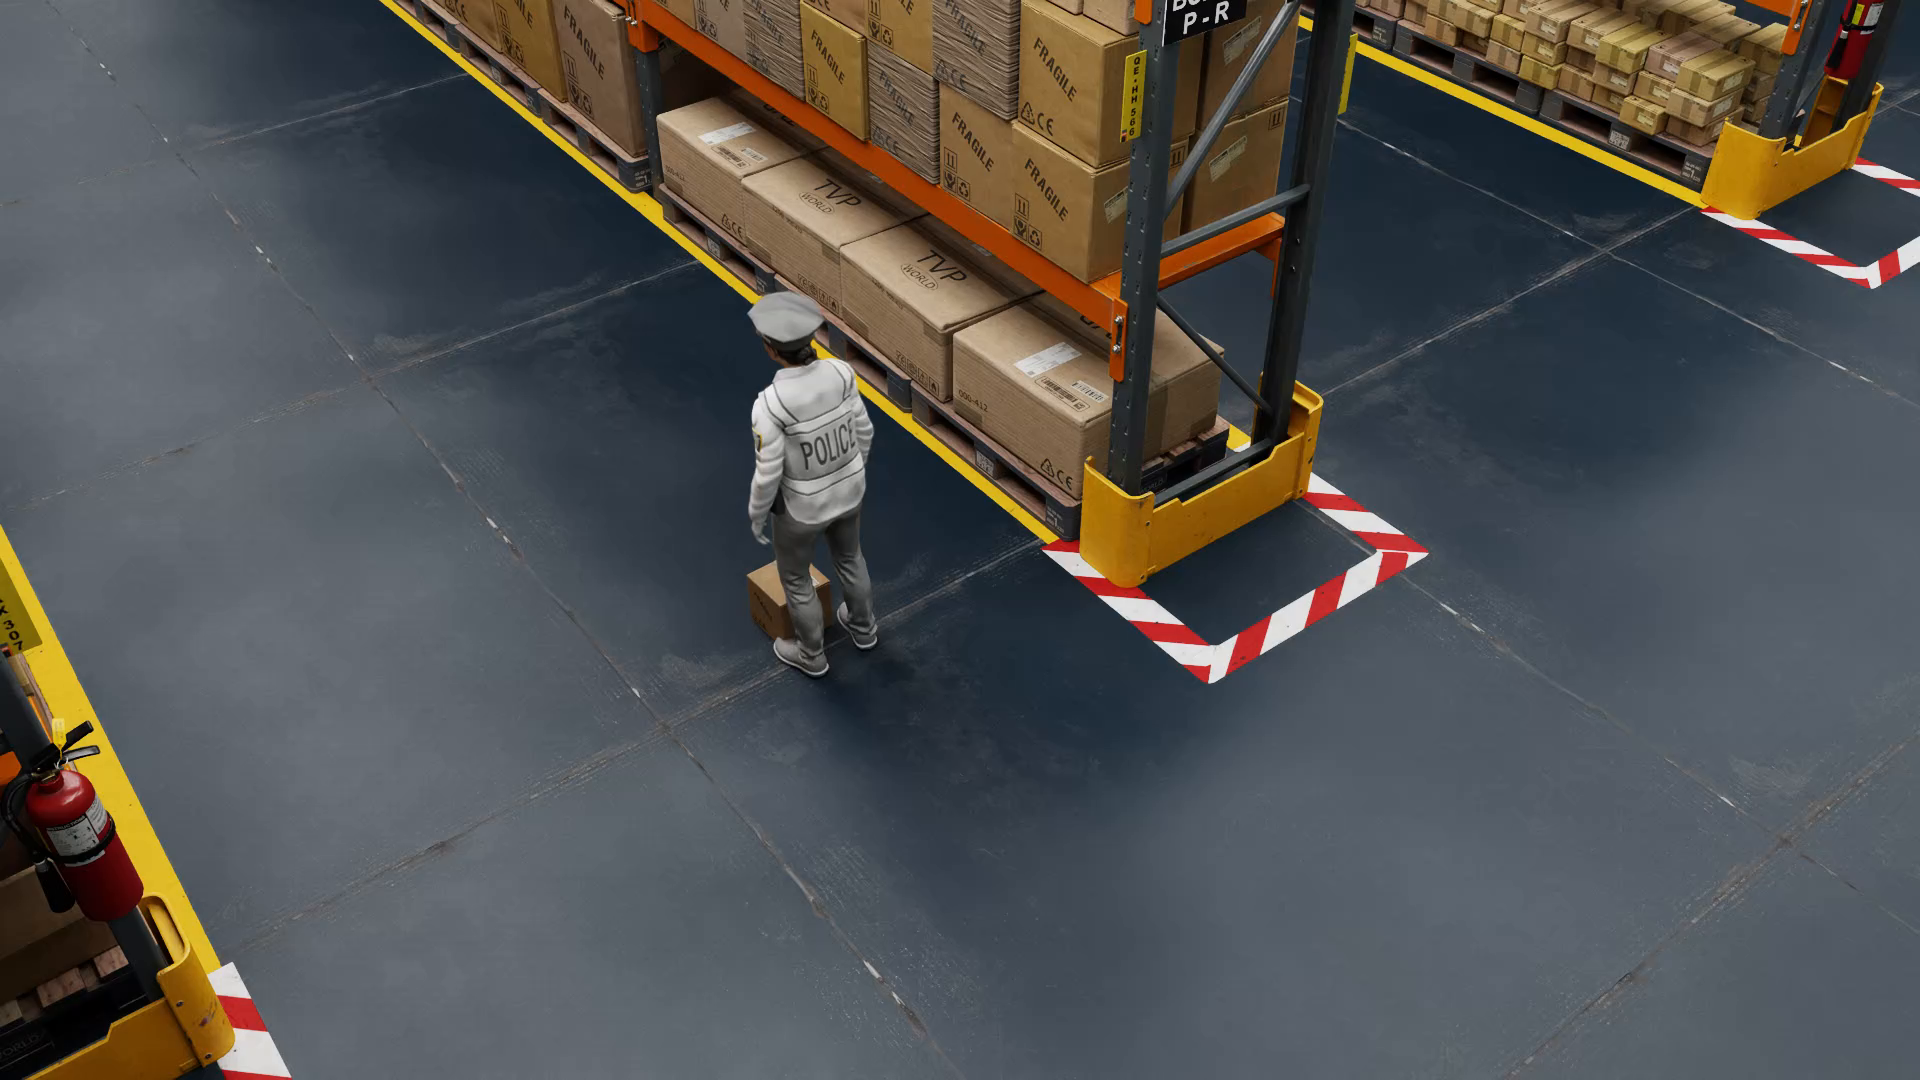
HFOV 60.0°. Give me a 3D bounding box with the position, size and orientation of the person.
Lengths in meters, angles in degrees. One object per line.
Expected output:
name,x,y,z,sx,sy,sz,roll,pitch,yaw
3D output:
person,-0.565,-0.164,6.346,0.541,1.664,0.374,-28,48,-29
